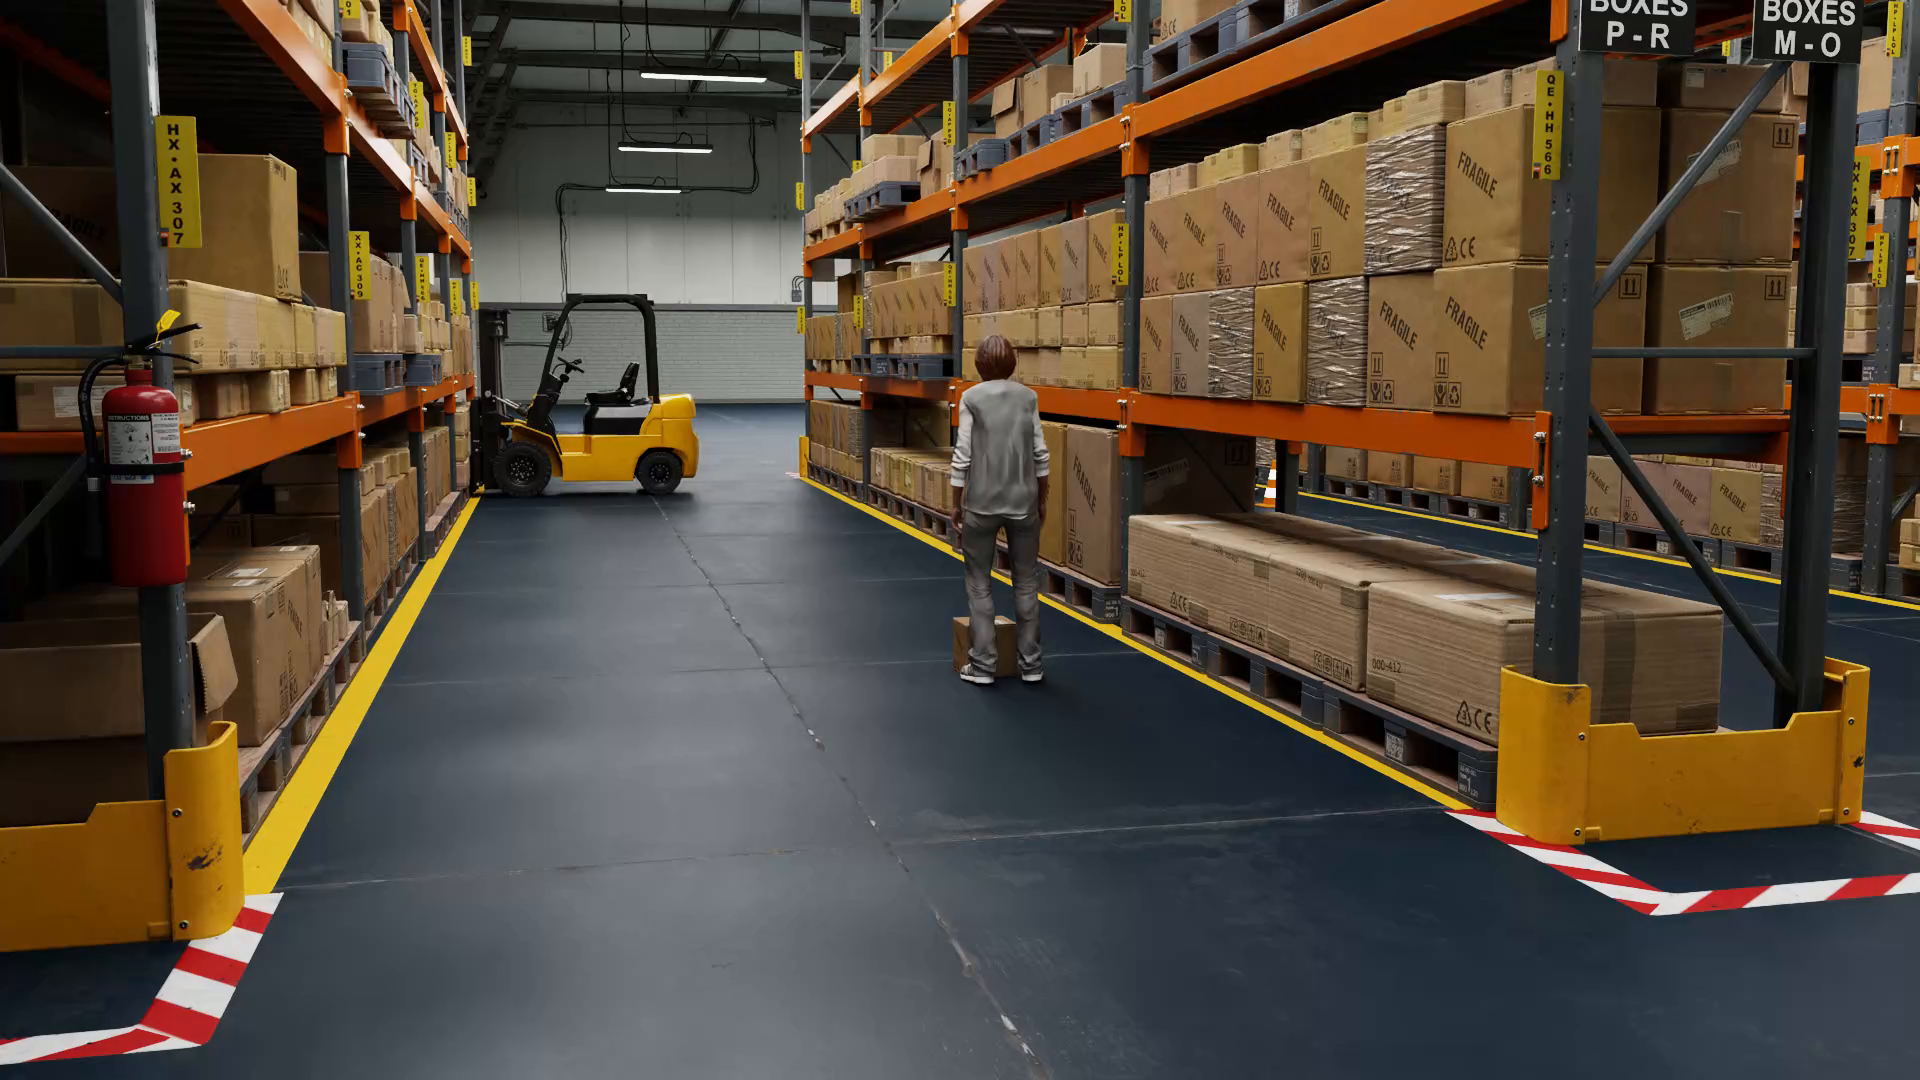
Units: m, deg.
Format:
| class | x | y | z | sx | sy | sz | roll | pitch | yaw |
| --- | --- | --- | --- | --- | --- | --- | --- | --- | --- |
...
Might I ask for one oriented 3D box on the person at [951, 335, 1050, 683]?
| class | x | y | z | sx | sy | sz | roll | pitch | yaw |
| --- | --- | --- | --- | --- | --- | --- | --- | --- | --- |
| person | 0.182 | -0.135 | 7.598 | 0.460 | 1.592 | 0.343 | -1 | 6 | -12 |
